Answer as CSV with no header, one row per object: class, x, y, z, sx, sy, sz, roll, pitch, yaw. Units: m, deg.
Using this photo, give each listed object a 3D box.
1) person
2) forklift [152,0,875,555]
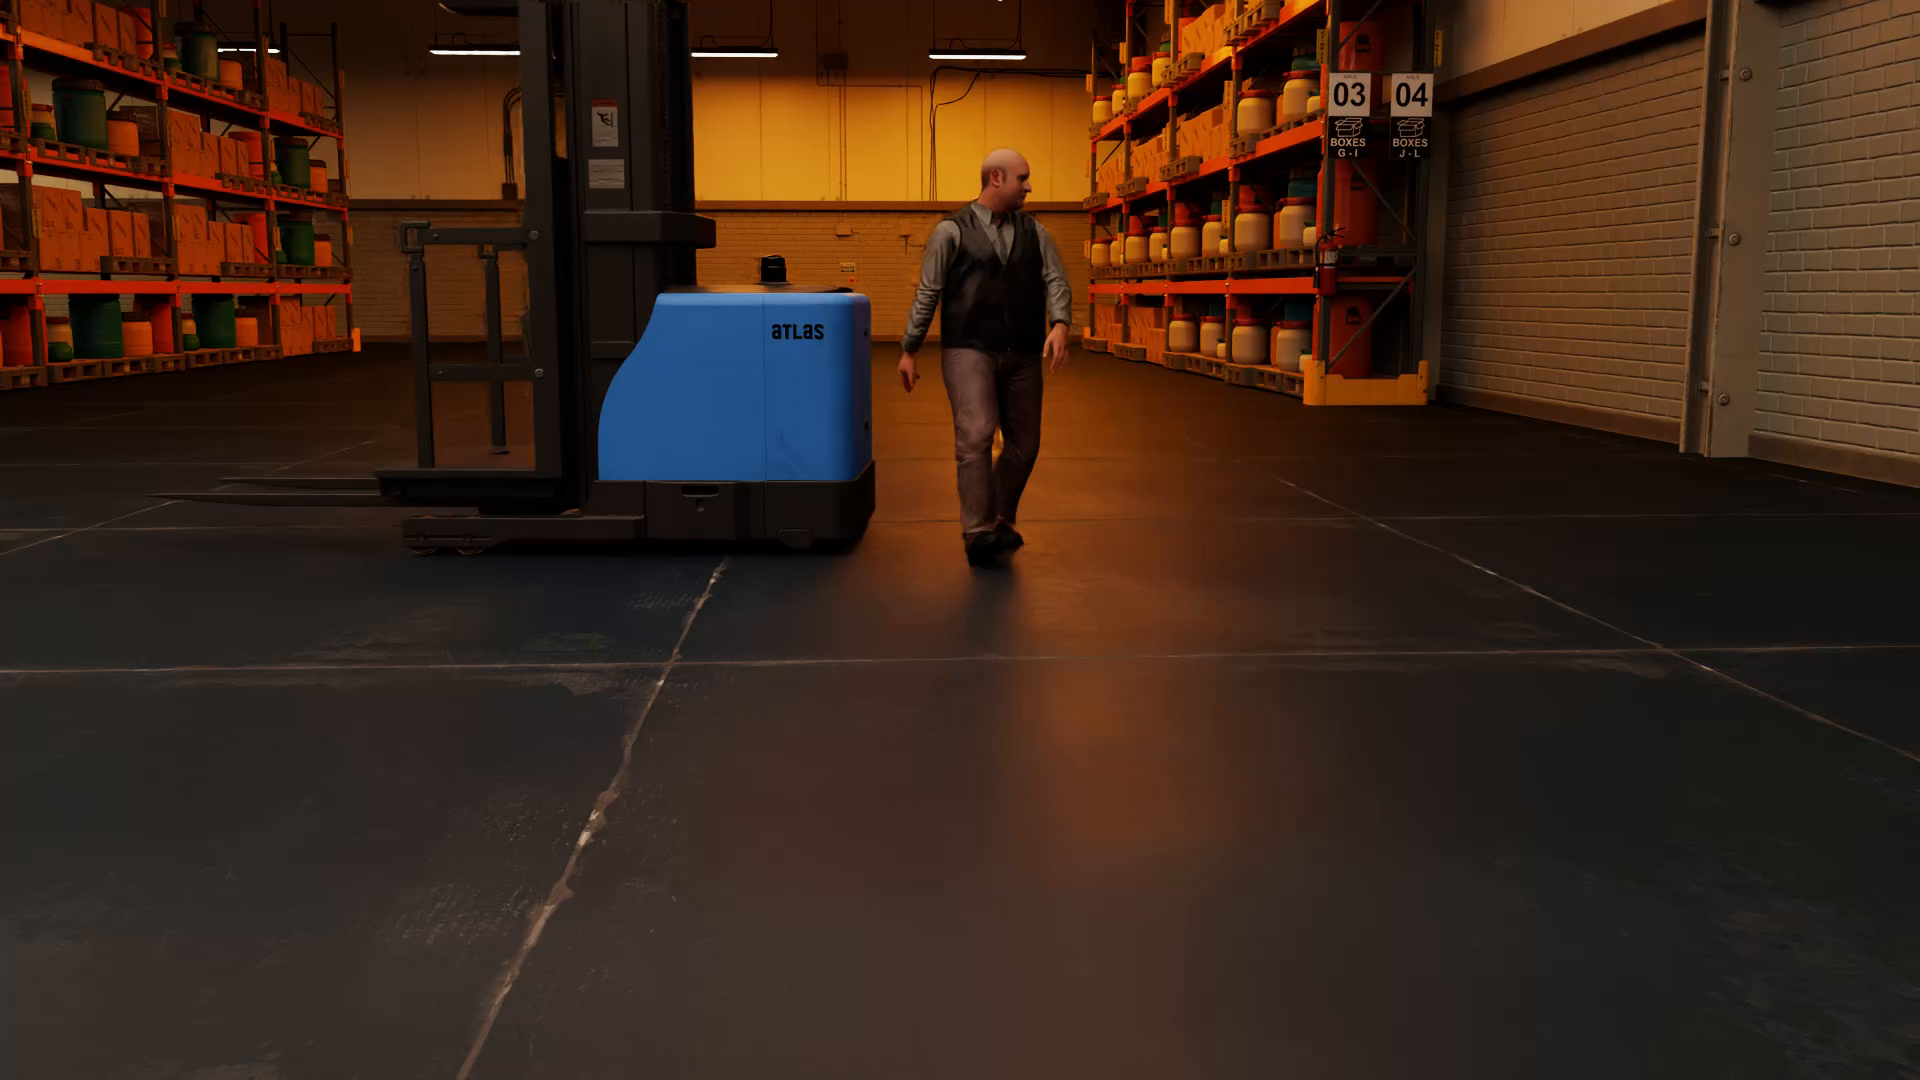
person,0.114,-0.742,6.753,0.668,1.668,0.871,-3,9,-21
forklift,-1.923,-1.463,7.186,3.031,2.935,1.130,0,8,2
